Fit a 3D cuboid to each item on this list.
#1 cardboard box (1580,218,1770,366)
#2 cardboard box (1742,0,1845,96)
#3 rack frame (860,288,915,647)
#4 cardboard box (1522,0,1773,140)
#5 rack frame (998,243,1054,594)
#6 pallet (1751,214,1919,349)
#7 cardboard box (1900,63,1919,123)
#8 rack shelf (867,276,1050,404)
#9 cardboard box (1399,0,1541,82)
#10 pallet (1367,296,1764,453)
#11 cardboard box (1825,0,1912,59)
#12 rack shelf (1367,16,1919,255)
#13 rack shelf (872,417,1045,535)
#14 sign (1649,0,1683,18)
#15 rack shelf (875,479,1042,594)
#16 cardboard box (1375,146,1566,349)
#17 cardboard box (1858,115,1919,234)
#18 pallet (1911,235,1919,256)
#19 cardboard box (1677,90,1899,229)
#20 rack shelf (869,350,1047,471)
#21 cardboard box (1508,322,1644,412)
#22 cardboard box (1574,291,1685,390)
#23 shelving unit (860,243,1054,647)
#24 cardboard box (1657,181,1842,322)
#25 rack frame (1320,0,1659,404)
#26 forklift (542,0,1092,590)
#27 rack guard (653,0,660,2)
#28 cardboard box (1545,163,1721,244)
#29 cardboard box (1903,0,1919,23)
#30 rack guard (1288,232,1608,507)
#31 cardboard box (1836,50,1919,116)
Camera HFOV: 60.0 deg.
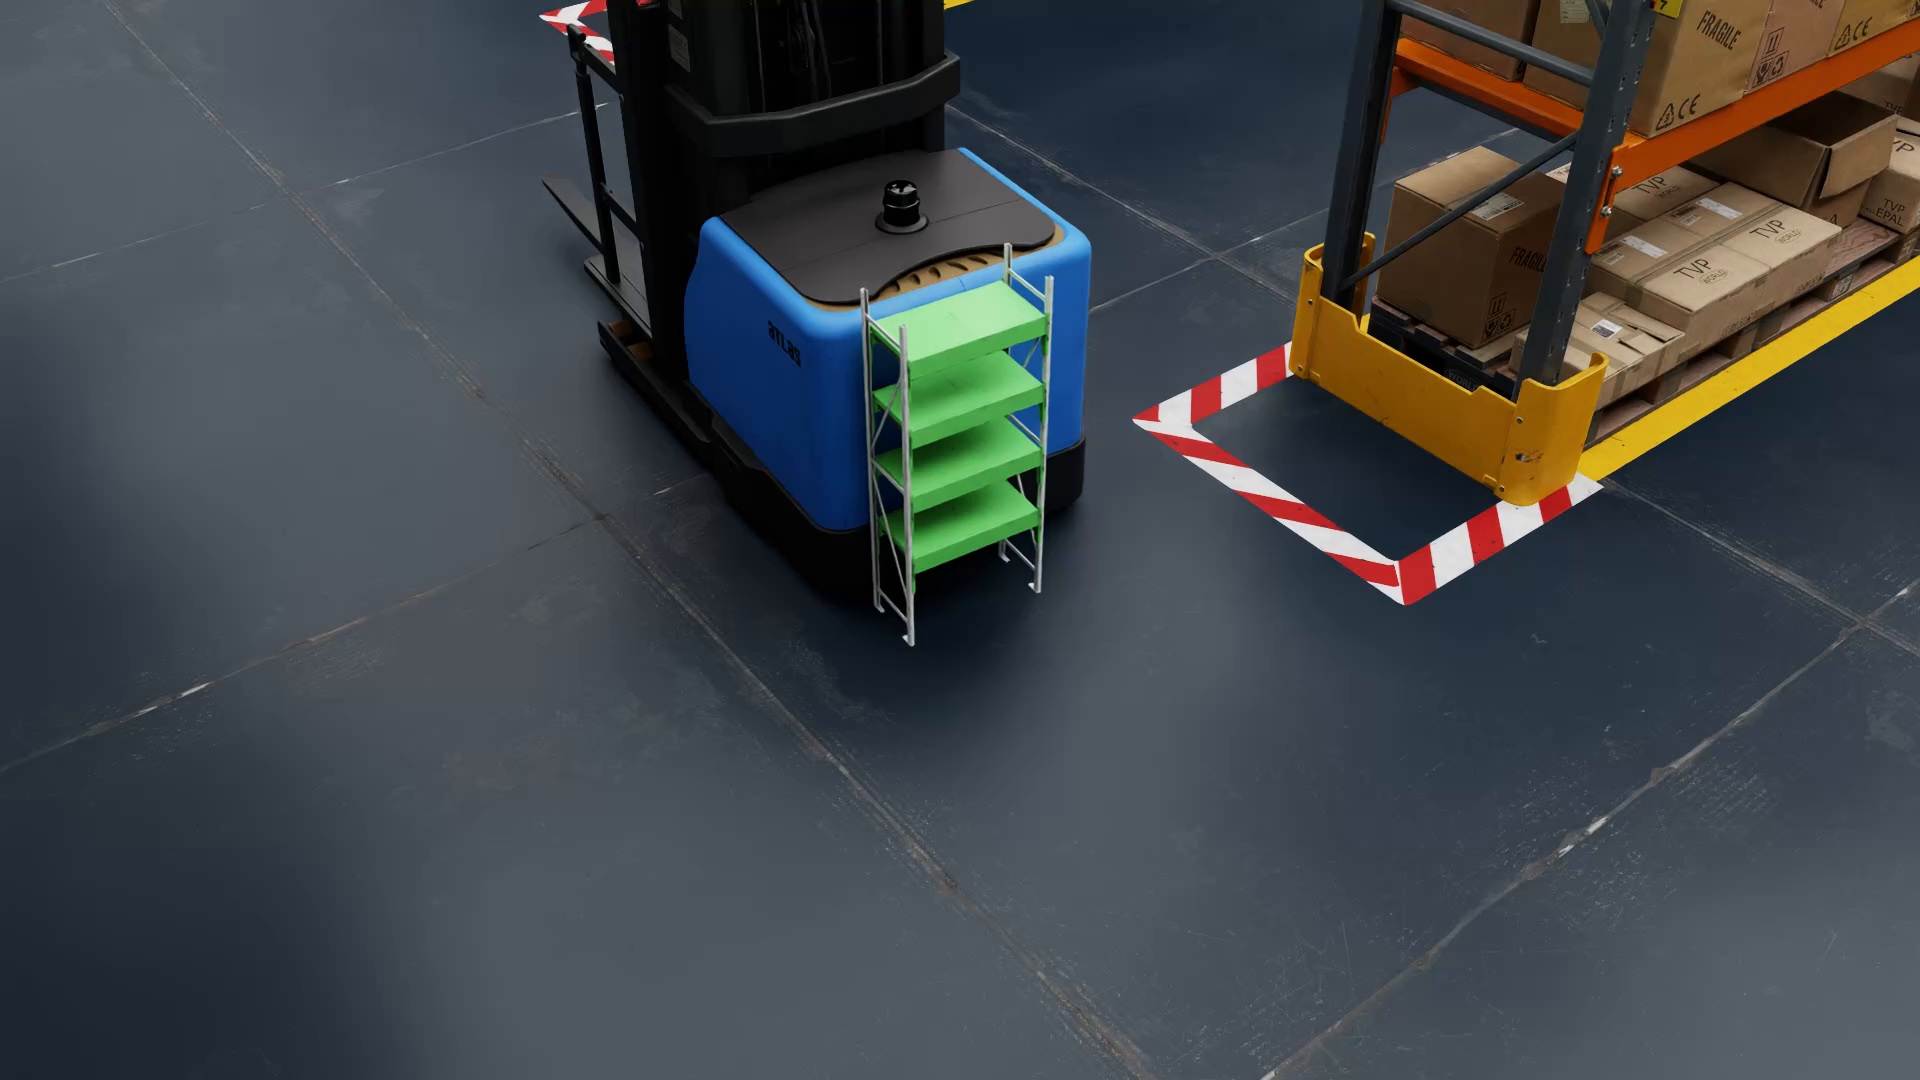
[{"bbox_3d":[2.706,-0.960,6.377,0.500,0.250,0.500,-26,46,-28],"label":"cardboard box"},{"bbox_3d":[2.624,-1.872,5.588,0.500,0.500,0.500,-26,46,-28],"label":"cardboard box"},{"bbox_3d":[-0.215,-0.187,5.032,0.015,1.200,0.240,-22,44,-24],"label":"rack frame"},{"bbox_3d":[2.218,-1.670,5.342,0.500,0.500,0.500,-25,46,-27],"label":"cardboard box"},{"bbox_3d":[0.200,-0.350,5.231,0.015,1.200,0.240,-22,44,-24],"label":"rack frame"},{"bbox_3d":[3.364,-1.321,7.194,1.213,0.211,1.003,-26,46,-28],"label":"pallet"},{"bbox_3d":[4.598,-1.979,7.422,0.500,0.500,0.500,-26,46,-28],"label":"cardboard box"},{"bbox_3d":[-0.007,-0.590,4.867,0.480,0.148,0.258,-22,44,-24],"label":"rack shelf"},{"bbox_3d":[1.895,-1.941,5.672,0.500,0.500,0.500,-25,45,-27],"label":"cardboard box"},{"bbox_3d":[2.397,-0.852,6.623,1.213,0.211,1.003,-26,46,-28],"label":"pallet"},{"bbox_3d":[3.023,-2.065,5.823,0.500,0.500,0.500,-26,46,-28],"label":"cardboard box"},{"bbox_3d":[3.291,-2.087,6.497,4.000,0.370,1.077,-26,46,-28],"label":"rack shelf"},{"bbox_3d":[-0.008,-0.219,5.172,0.480,0.148,0.258,-22,44,-24],"label":"rack shelf"},{"bbox_3d":[2.036,-1.654,4.719,0.005,0.325,0.100,-26,46,-28],"label":"sign"},{"bbox_3d":[-0.008,-0.034,5.324,0.480,0.148,0.258,-22,44,-24],"label":"rack shelf"},{"bbox_3d":[1.986,-1.130,6.387,0.500,0.500,0.500,-26,46,-28],"label":"cardboard box"},{"bbox_3d":[4.003,-1.616,7.128,0.500,0.311,0.500,-26,46,-28],"label":"cardboard box"},{"bbox_3d":[4.332,-1.795,7.772,1.213,0.211,1.003,-26,46,-28],"label":"pallet"},{"bbox_3d":[3.390,-1.615,6.975,0.637,0.503,0.797,-26,46,-28],"label":"cardboard box"},{"bbox_3d":[-0.007,-0.405,5.020,0.480,0.148,0.258,-22,44,-24],"label":"rack shelf"},{"bbox_3d":[2.247,-0.649,6.077,0.250,0.149,0.380,-26,46,-28],"label":"cardboard box"},{"bbox_3d":[2.445,-0.753,6.190,0.250,0.166,0.380,-26,46,-28],"label":"cardboard box"},{"bbox_3d":[-0.008,-0.269,5.131,0.503,1.200,0.258,-22,44,-24],"label":"shelving unit"},{"bbox_3d":[3.102,-1.153,6.612,0.500,0.250,0.500,-26,46,-28],"label":"cardboard box"},{"bbox_3d":[1.705,-1.592,5.326,0.127,3.000,1.000,-26,46,-28],"label":"rack frame"},{"bbox_3d":[-0.772,-1.878,5.729,1.130,2.935,3.031,-22,44,-24],"label":"forklift"},{"bbox_3d":[-1.321,-3.103,9.138,0.348,0.500,1.175,-26,46,-28],"label":"rack guard"},{"bbox_3d":[2.758,-1.386,6.895,0.500,0.250,0.500,-26,46,-28],"label":"cardboard box"},{"bbox_3d":[3.421,-2.257,6.057,0.500,0.500,0.500,-25,46,-28],"label":"cardboard box"},{"bbox_3d":[1.766,-0.655,6.155,0.348,0.500,1.175,-26,46,-28],"label":"rack guard"},{"bbox_3d":[4.412,-2.215,7.859,0.500,0.311,0.500,-26,46,-28],"label":"cardboard box"}]
